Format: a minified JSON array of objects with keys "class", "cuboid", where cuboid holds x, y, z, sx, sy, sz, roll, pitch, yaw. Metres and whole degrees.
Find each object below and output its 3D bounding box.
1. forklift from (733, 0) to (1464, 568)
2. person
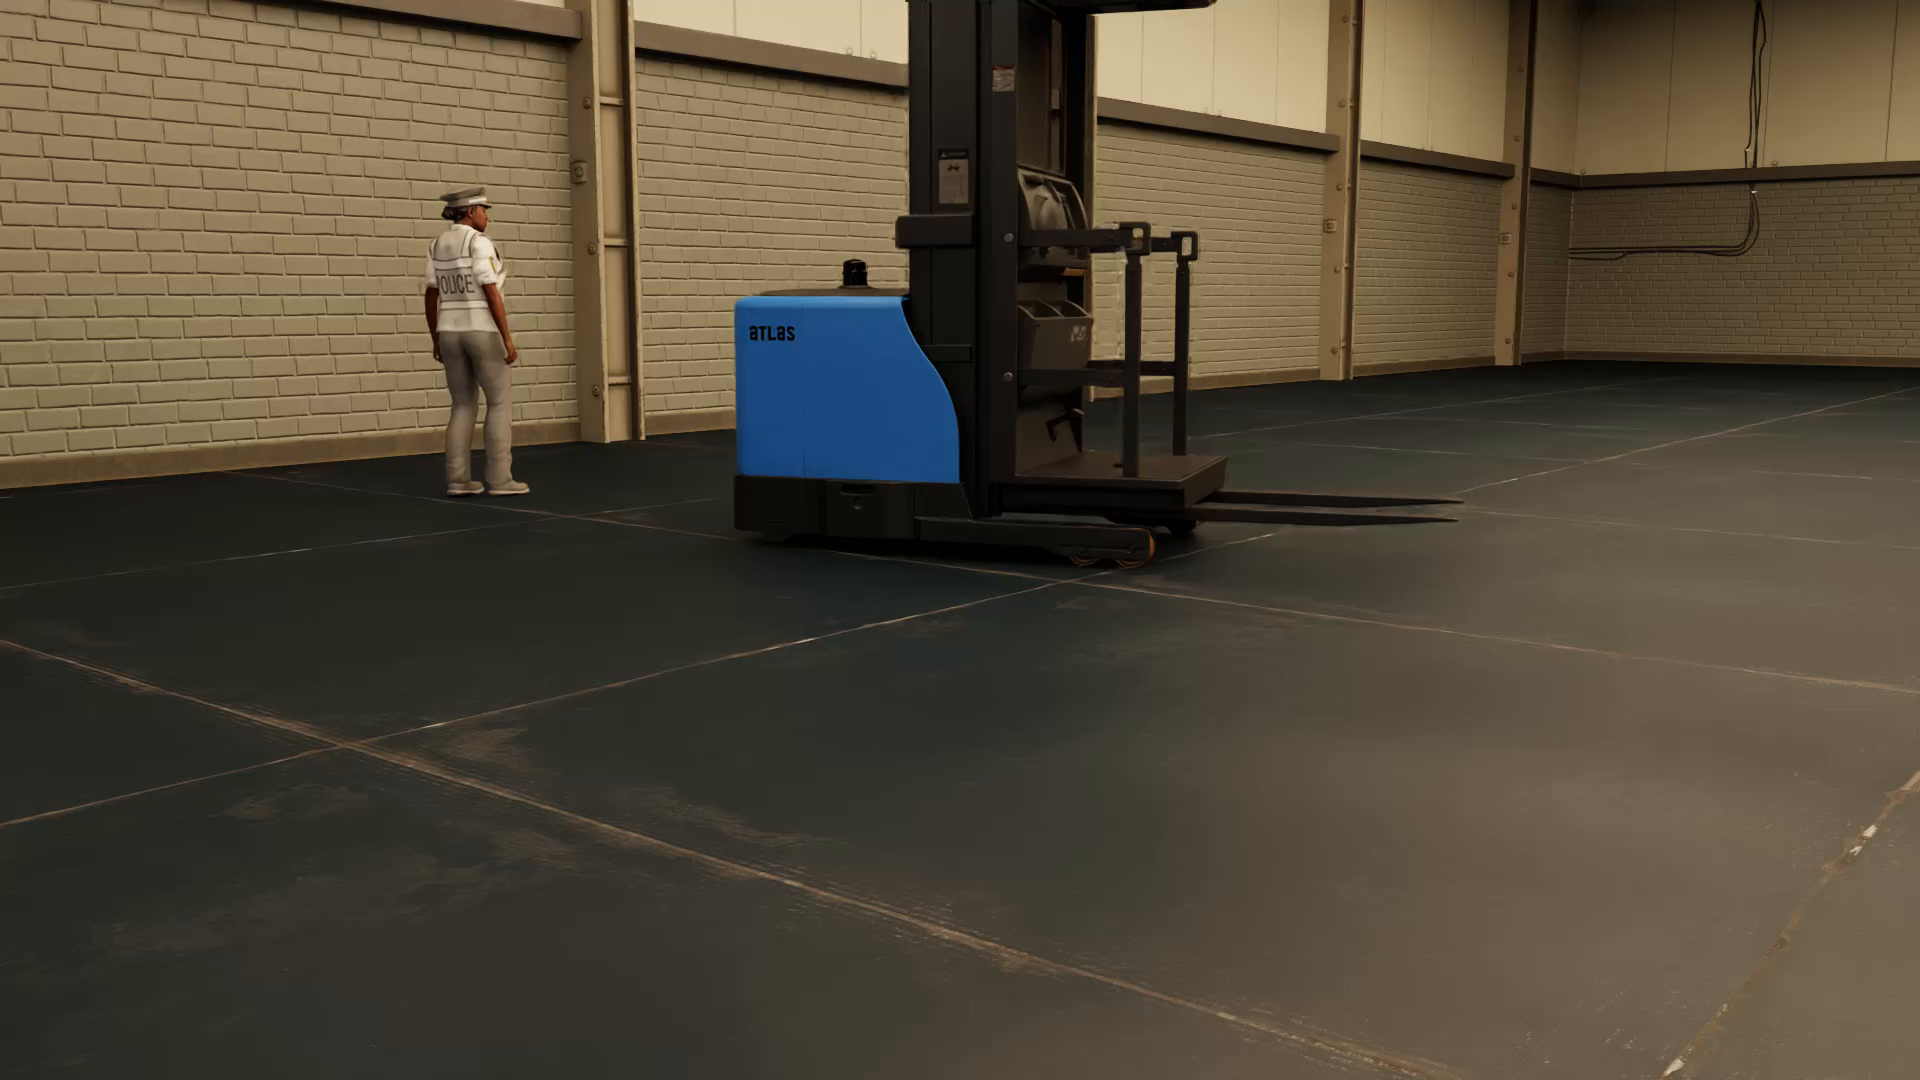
[{"class":"forklift","cuboid":[0.587,-1.423,7.010,3.031,2.935,1.130,3,9,19]},{"class":"person","cuboid":[-2.606,-1.077,8.987,0.557,1.678,0.384,4,9,23]}]
